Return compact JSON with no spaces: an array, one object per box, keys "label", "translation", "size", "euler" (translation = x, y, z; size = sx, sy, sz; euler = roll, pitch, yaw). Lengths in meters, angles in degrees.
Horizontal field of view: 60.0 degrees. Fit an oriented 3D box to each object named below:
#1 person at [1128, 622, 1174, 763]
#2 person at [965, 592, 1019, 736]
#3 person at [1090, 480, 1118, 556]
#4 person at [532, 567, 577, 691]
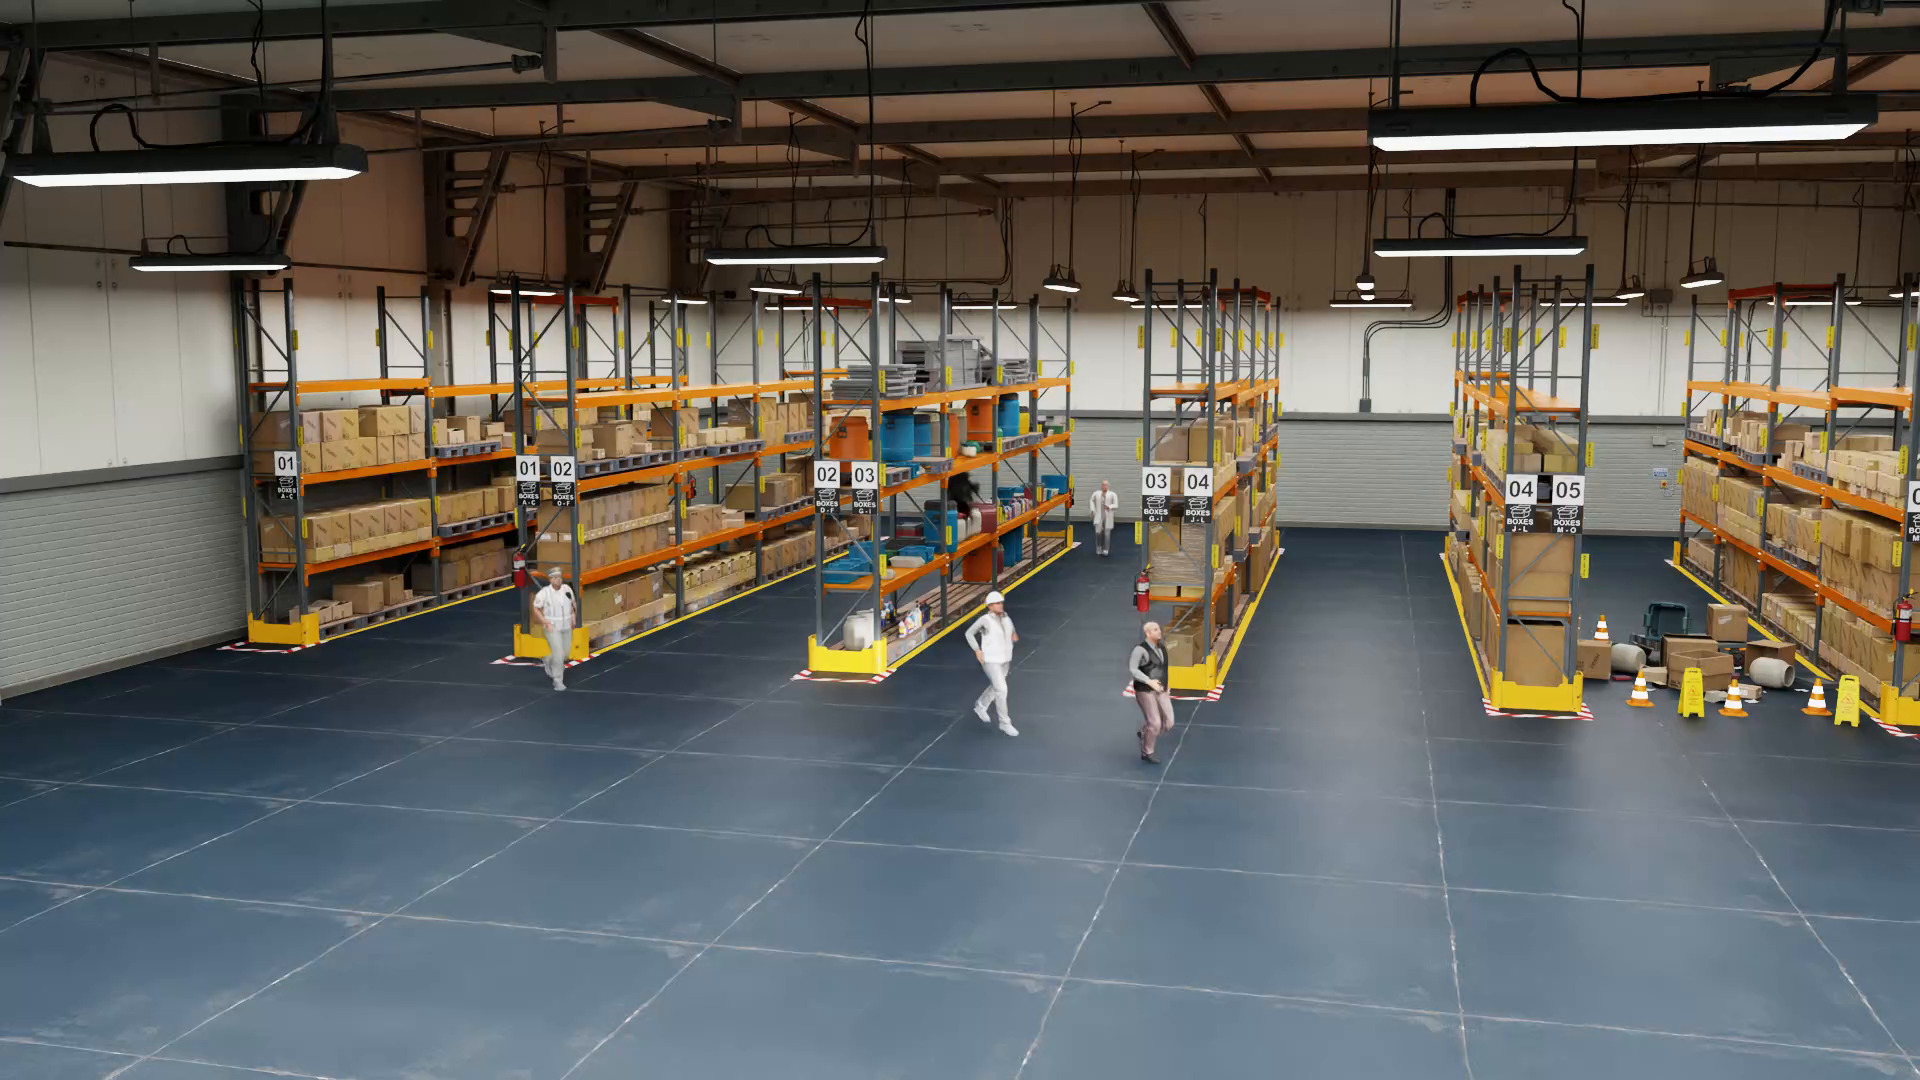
[{"label":"person","translation":[2.268,1.806,19.763],"size":[0.666,1.688,0.573],"euler":[-6,9,-43]},{"label":"person","translation":[0.465,1.552,21.320],"size":[0.645,1.788,0.906],"euler":[-7,10,-44]},{"label":"person","translation":[3.325,-0.498,38.618],"size":[0.678,1.748,0.723],"euler":[1,7,10]},{"label":"person","translation":[-5.874,1.259,24.109],"size":[0.672,1.795,0.729],"euler":[-6,9,-41]}]
